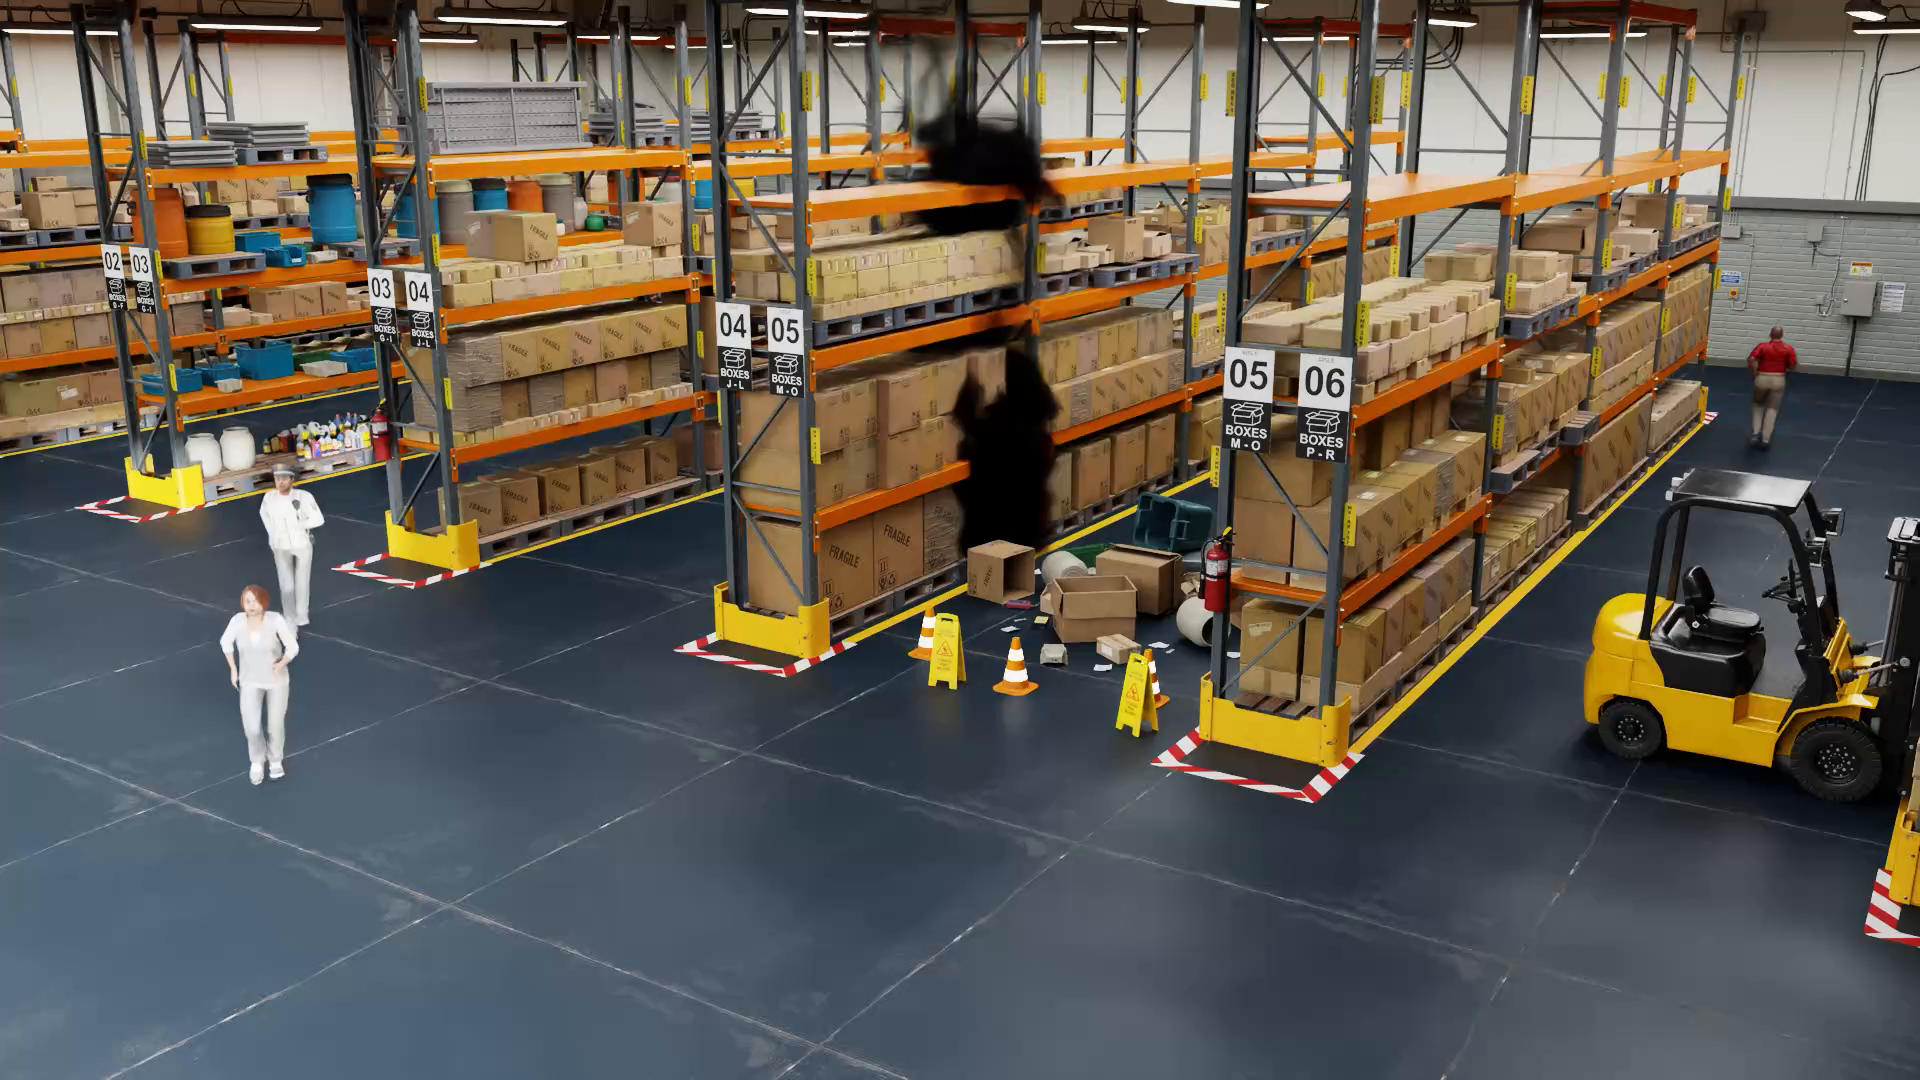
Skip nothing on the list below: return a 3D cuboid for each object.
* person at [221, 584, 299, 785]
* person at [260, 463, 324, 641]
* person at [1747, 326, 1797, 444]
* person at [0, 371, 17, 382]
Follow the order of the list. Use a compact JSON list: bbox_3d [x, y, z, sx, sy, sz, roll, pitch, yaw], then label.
[{"bbox_3d":[-5.175,1.082,12.360,0.538,1.569,0.622,-6,17,-20],"label":"person"},{"bbox_3d":[-6.288,0.108,15.726,0.578,1.756,0.729,-5,16,-17],"label":"person"},{"bbox_3d":[11.673,-2.207,23.990,0.640,1.781,0.727,8,18,28],"label":"person"},{"bbox_3d":[-14.726,-2.679,25.695,0.547,1.756,0.777,5,16,16],"label":"person"}]
